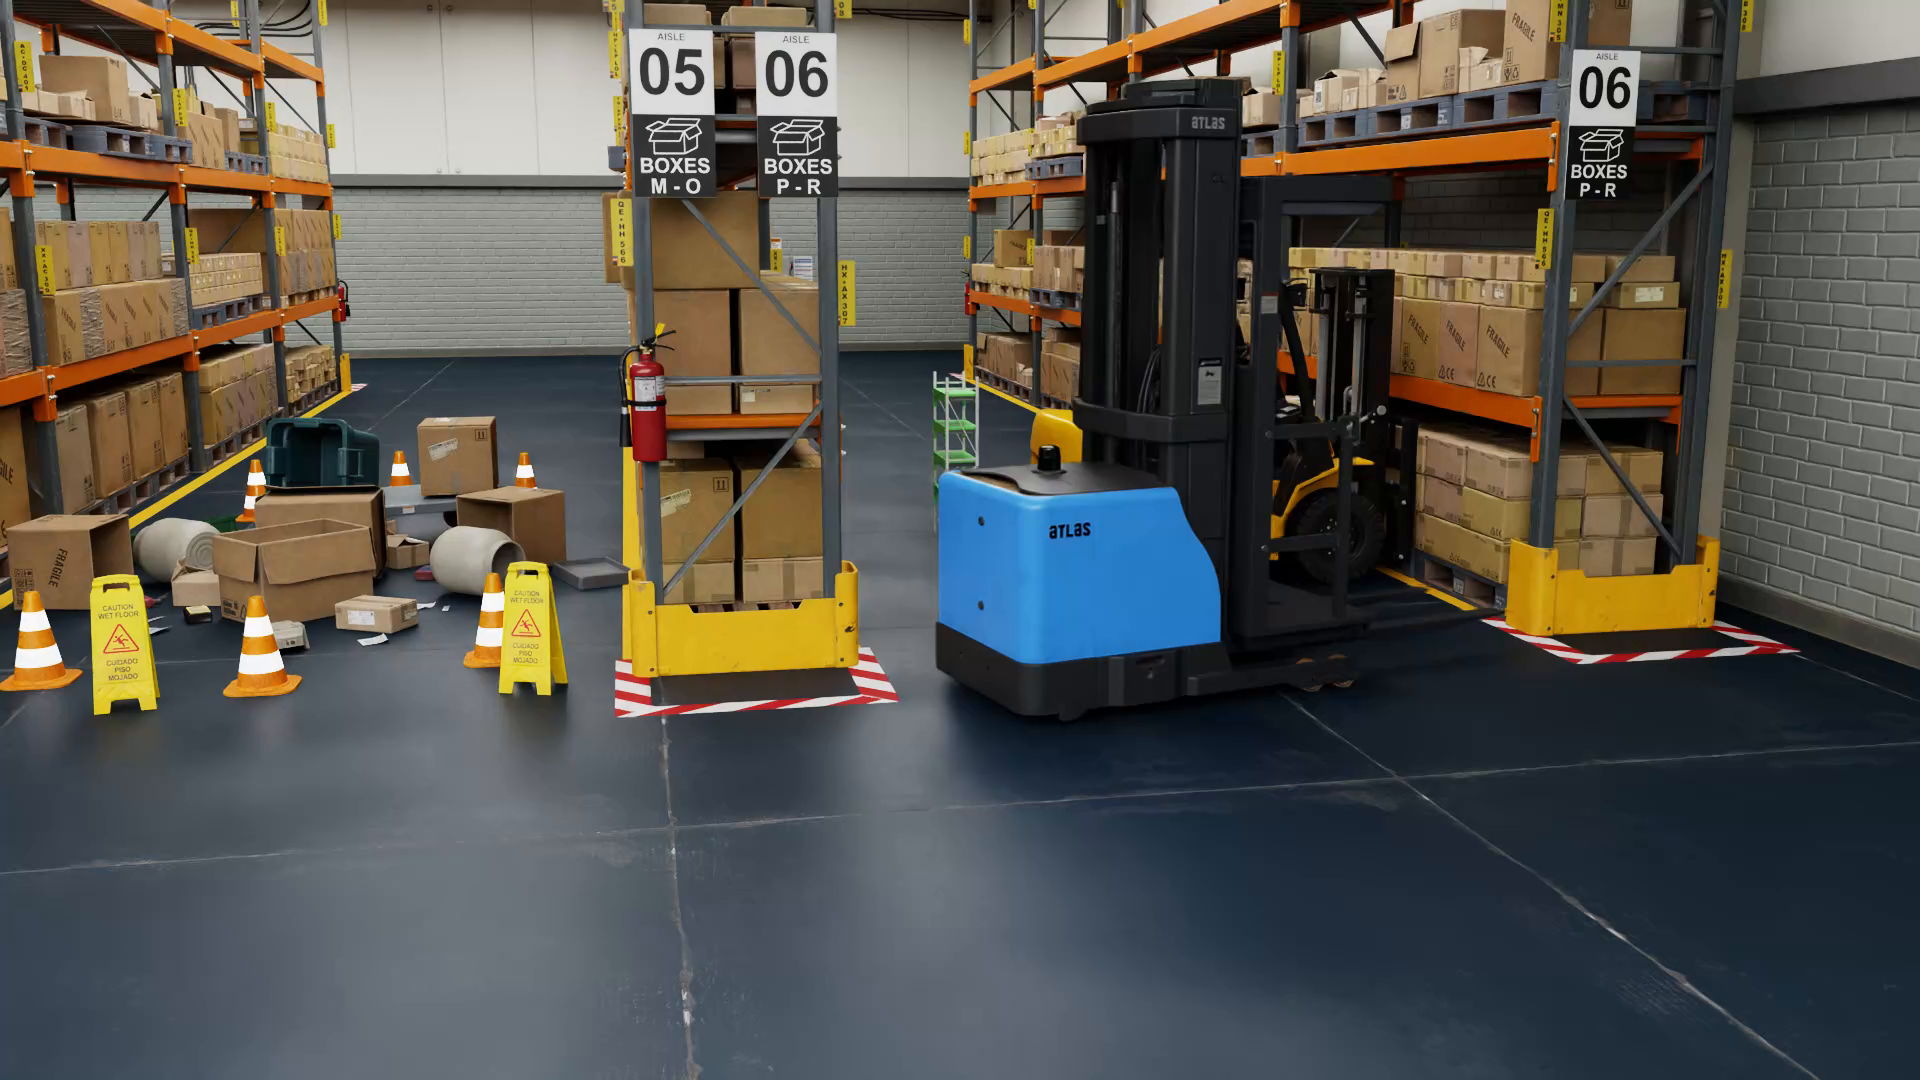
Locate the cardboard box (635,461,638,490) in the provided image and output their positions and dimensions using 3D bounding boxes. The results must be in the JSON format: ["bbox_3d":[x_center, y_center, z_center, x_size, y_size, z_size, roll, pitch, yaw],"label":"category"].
[{"bbox_3d":[-2.044,-0.647,11.796,0.500,0.500,0.500,-2,11,-8],"label":"cardboard box"}]

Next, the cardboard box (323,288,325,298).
[{"bbox_3d":[-8.648,-3.278,22.067,0.380,0.149,0.250,-2,11,-12],"label":"cardboard box"}]

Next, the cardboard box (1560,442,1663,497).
[{"bbox_3d":[3.845,-0.430,9.990,0.500,0.250,0.500,-2,11,-12],"label":"cardboard box"}]

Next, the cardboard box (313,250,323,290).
[{"bbox_3d":[-8.520,-3.478,21.384,0.500,0.500,0.500,-2,11,-11],"label":"cardboard box"}]

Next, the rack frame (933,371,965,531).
[{"bbox_3d":[-0.080,-0.665,12.479,0.240,1.200,0.015,-2,11,-11],"label":"rack frame"}]

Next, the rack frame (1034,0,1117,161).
[{"bbox_3d":[1.419,-6.136,20.369,1.000,3.000,0.127,-2,11,-11],"label":"rack frame"}]

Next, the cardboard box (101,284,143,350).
[{"bbox_3d":[-6.860,-1.775,13.232,0.500,0.500,0.500,-2,11,-10],"label":"cardboard box"}]

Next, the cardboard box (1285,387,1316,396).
[{"bbox_3d":[2.719,-1.000,14.653,0.875,0.625,0.625,-2,11,-12],"label":"cardboard box"}]

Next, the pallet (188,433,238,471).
[{"bbox_3d":[-7.658,-0.849,16.094,1.003,0.211,1.213,-2,11,-11],"label":"pallet"}]

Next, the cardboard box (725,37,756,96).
[{"bbox_3d":[-0.952,-2.455,8.656,0.500,0.250,0.500,-2,11,-12],"label":"cardboard box"}]

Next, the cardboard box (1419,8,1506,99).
[{"bbox_3d":[3.326,-3.030,10.414,0.700,0.500,0.500,-2,11,-11],"label":"cardboard box"}]

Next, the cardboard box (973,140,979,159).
[{"bbox_3d":[0.481,-5.624,23.967,0.500,0.250,0.500,-2,11,-12],"label":"cardboard box"}]

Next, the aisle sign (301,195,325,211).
[{"bbox_3d":[-8.783,-4.844,22.674,0.394,0.787,0.004,-2,11,-11],"label":"aisle sign"}]

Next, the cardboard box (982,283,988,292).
[{"bbox_3d":[0.530,-3.684,24.202,0.380,0.149,0.250,-2,11,-10],"label":"cardboard box"}]

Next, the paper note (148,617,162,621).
[{"bbox_3d":[-4.720,0.464,9.734,0.032,0.001,0.123,4,11,18],"label":"paper note"}]

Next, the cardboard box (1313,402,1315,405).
[{"bbox_3d":[2.851,-0.874,12.324,0.500,0.250,0.500,-2,11,-11],"label":"cardboard box"}]

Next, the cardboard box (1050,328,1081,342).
[{"bbox_3d":[1.325,-2.511,20.398,0.380,0.149,0.250,-3,11,-14],"label":"cardboard box"}]

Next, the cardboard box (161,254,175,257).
[{"bbox_3d":[-8.506,-2.952,17.640,0.380,0.149,0.250,-2,11,-12],"label":"cardboard box"}]

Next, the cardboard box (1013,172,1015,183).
[{"bbox_3d":[0.904,-4.784,21.960,0.380,0.149,0.250,-2,11,-9],"label":"cardboard box"}]

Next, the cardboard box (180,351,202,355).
[{"bbox_3d":[-8.200,-1.820,17.291,0.500,0.250,0.500,-2,11,-9],"label":"cardboard box"}]

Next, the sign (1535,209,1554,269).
[{"bbox_3d":[3.218,-1.656,9.146,0.100,0.325,0.005,-2,11,-11],"label":"sign"}]

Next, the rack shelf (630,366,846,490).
[{"bbox_3d":[-1.505,-0.820,10.409,1.077,0.370,4.000,-2,11,-11],"label":"rack shelf"}]

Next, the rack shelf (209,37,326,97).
[{"bbox_3d":[-8.674,-5.768,20.368,1.077,0.370,4.000,-2,11,-11],"label":"rack shelf"}]

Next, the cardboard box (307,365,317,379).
[{"bbox_3d":[-8.352,-2.122,21.027,0.380,0.149,0.250,-2,11,-10],"label":"cardboard box"}]

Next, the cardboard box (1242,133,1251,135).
[{"bbox_3d":[2.686,-3.682,14.731,0.380,0.166,0.250,-2,11,-11],"label":"cardboard box"}]

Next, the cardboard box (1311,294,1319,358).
[{"bbox_3d":[2.922,-1.585,12.235,0.500,0.500,0.500,-2,11,-10],"label":"cardboard box"}]

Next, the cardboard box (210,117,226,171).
[{"bbox_3d":[-7.564,-3.896,16.353,0.500,0.500,0.500,-2,11,-11],"label":"cardboard box"}]

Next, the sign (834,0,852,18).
[{"bbox_3d":[-0.583,-2.730,8.156,0.100,0.325,0.005,-2,11,-11],"label":"sign"}]

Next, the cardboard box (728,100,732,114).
[{"bbox_3d":[-1.091,-2.369,9.271,0.380,0.149,0.250,-2,11,-11],"label":"cardboard box"}]

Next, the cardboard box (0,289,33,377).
[{"bbox_3d":[-6.646,-1.349,10.858,0.875,0.550,0.550,-2,11,-11],"label":"cardboard box"}]

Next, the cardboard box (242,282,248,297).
[{"bbox_3d":[-7.868,-2.687,17.842,0.380,0.149,0.250,-3,11,-14],"label":"cardboard box"}]

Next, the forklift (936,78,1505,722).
[{"bbox_3d":[1.435,-0.769,8.397,3.031,2.935,1.130,-5,12,-25],"label":"forklift"}]

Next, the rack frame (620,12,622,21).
[{"bbox_3d":[-3.449,-5.955,19.417,1.000,3.000,0.127,-2,11,-11],"label":"rack frame"}]

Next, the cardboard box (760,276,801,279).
[{"bbox_3d":[-1.247,-1.381,10.364,0.500,0.500,0.500,-2,11,-12],"label":"cardboard box"}]

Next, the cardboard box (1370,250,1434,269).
[{"bbox_3d":[3.074,-1.933,11.533,0.380,0.149,0.250,-2,11,-11],"label":"cardboard box"}]

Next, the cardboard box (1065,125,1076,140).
[{"bbox_3d":[1.404,-4.590,18.752,0.380,0.149,0.250,-2,11,-11],"label":"cardboard box"}]

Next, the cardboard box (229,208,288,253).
[{"bbox_3d":[-8.134,-3.587,19.285,0.500,0.500,0.500,-2,11,-10],"label":"cardboard box"}]

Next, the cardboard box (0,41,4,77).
[{"bbox_3d":[-6.382,-3.063,10.458,0.500,0.250,0.500,-2,11,-12],"label":"cardboard box"}]

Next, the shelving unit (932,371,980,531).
[{"bbox_3d":[-0.032,-0.620,12.244,0.258,1.200,0.503,-2,11,-11],"label":"shelving unit"}]

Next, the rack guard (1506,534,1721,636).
[{"bbox_3d":[3.757,0.244,9.577,1.175,0.500,0.348,-2,11,-11],"label":"rack guard"}]

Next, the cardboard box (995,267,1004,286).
[{"bbox_3d":[0.785,-3.624,22.819,0.500,0.250,0.500,-2,11,-13],"label":"cardboard box"}]

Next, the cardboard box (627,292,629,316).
[{"bbox_3d":[-3.348,-2.563,18.039,0.500,0.250,0.500,-2,11,-12],"label":"cardboard box"}]

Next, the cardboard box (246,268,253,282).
[{"bbox_3d":[-7.916,-2.879,18.052,0.380,0.149,0.250,-2,11,-9],"label":"cardboard box"}]

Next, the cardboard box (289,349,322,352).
[{"bbox_3d":[-8.556,-2.412,21.759,0.380,0.149,0.250,-3,11,-13],"label":"cardboard box"}]

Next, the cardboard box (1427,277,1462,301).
[{"bbox_3d":[3.206,-1.598,10.569,0.380,0.149,0.250,-2,11,-13],"label":"cardboard box"}]

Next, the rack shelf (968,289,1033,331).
[{"bbox_3d":[1.030,-3.203,22.924,1.077,0.370,4.000,-2,11,-11],"label":"rack shelf"}]

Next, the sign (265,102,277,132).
[{"bbox_3d":[-7.742,-4.751,18.678,0.100,0.325,0.005,-2,11,-11],"label":"sign"}]

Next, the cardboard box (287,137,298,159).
[{"bbox_3d":[-8.320,-4.736,20.099,0.500,0.250,0.500,-2,11,-10],"label":"cardboard box"}]

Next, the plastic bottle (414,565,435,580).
[{"bbox_3d":[-3.482,0.208,10.942,0.133,0.061,0.283,0,11,-1],"label":"plastic bottle"}]

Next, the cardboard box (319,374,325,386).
[{"bbox_3d":[-8.468,-2.075,21.580,0.380,0.149,0.250,-3,11,-14],"label":"cardboard box"}]

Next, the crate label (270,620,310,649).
[{"bbox_3d":[-3.701,0.528,9.056,0.250,0.136,0.298,-9,14,-40],"label":"crate label"}]

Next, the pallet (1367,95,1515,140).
[{"bbox_3d":[3.400,-2.773,10.958,1.003,0.211,1.213,-2,11,-11],"label":"pallet"}]

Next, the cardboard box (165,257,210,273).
[{"bbox_3d":[-7.556,-2.686,16.242,0.380,0.149,0.250,-3,11,-13],"label":"cardboard box"}]
